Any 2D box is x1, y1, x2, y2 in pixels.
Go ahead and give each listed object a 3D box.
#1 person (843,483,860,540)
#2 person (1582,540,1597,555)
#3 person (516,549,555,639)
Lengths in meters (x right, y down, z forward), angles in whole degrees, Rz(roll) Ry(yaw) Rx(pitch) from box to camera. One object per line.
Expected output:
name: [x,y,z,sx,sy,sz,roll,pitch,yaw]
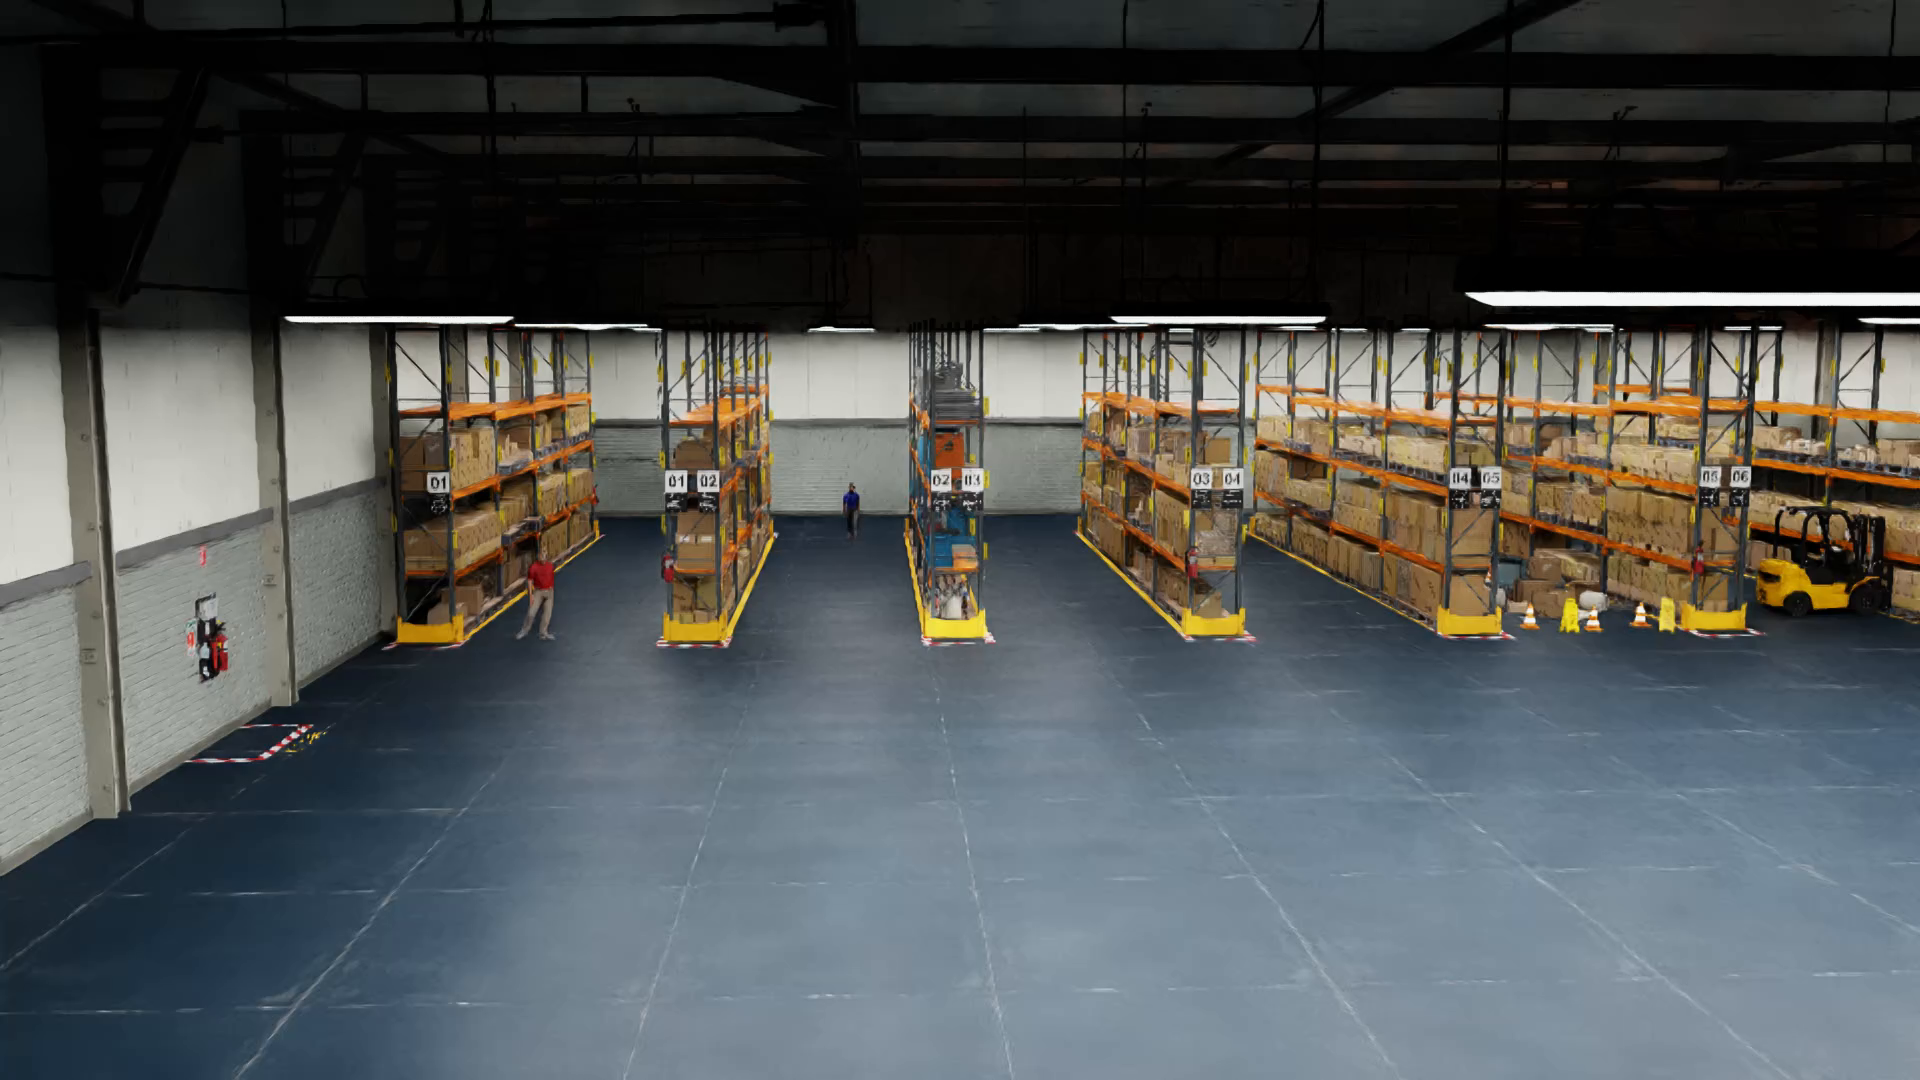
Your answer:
person: [-3.046,-0.826,46.588,0.447,1.574,1.088,0,7,-1]
person: [16.292,-0.435,43.107,0.528,1.671,0.531,3,8,25]
person: [-7.973,1.019,31.243,0.736,1.719,0.545,-7,10,-43]
